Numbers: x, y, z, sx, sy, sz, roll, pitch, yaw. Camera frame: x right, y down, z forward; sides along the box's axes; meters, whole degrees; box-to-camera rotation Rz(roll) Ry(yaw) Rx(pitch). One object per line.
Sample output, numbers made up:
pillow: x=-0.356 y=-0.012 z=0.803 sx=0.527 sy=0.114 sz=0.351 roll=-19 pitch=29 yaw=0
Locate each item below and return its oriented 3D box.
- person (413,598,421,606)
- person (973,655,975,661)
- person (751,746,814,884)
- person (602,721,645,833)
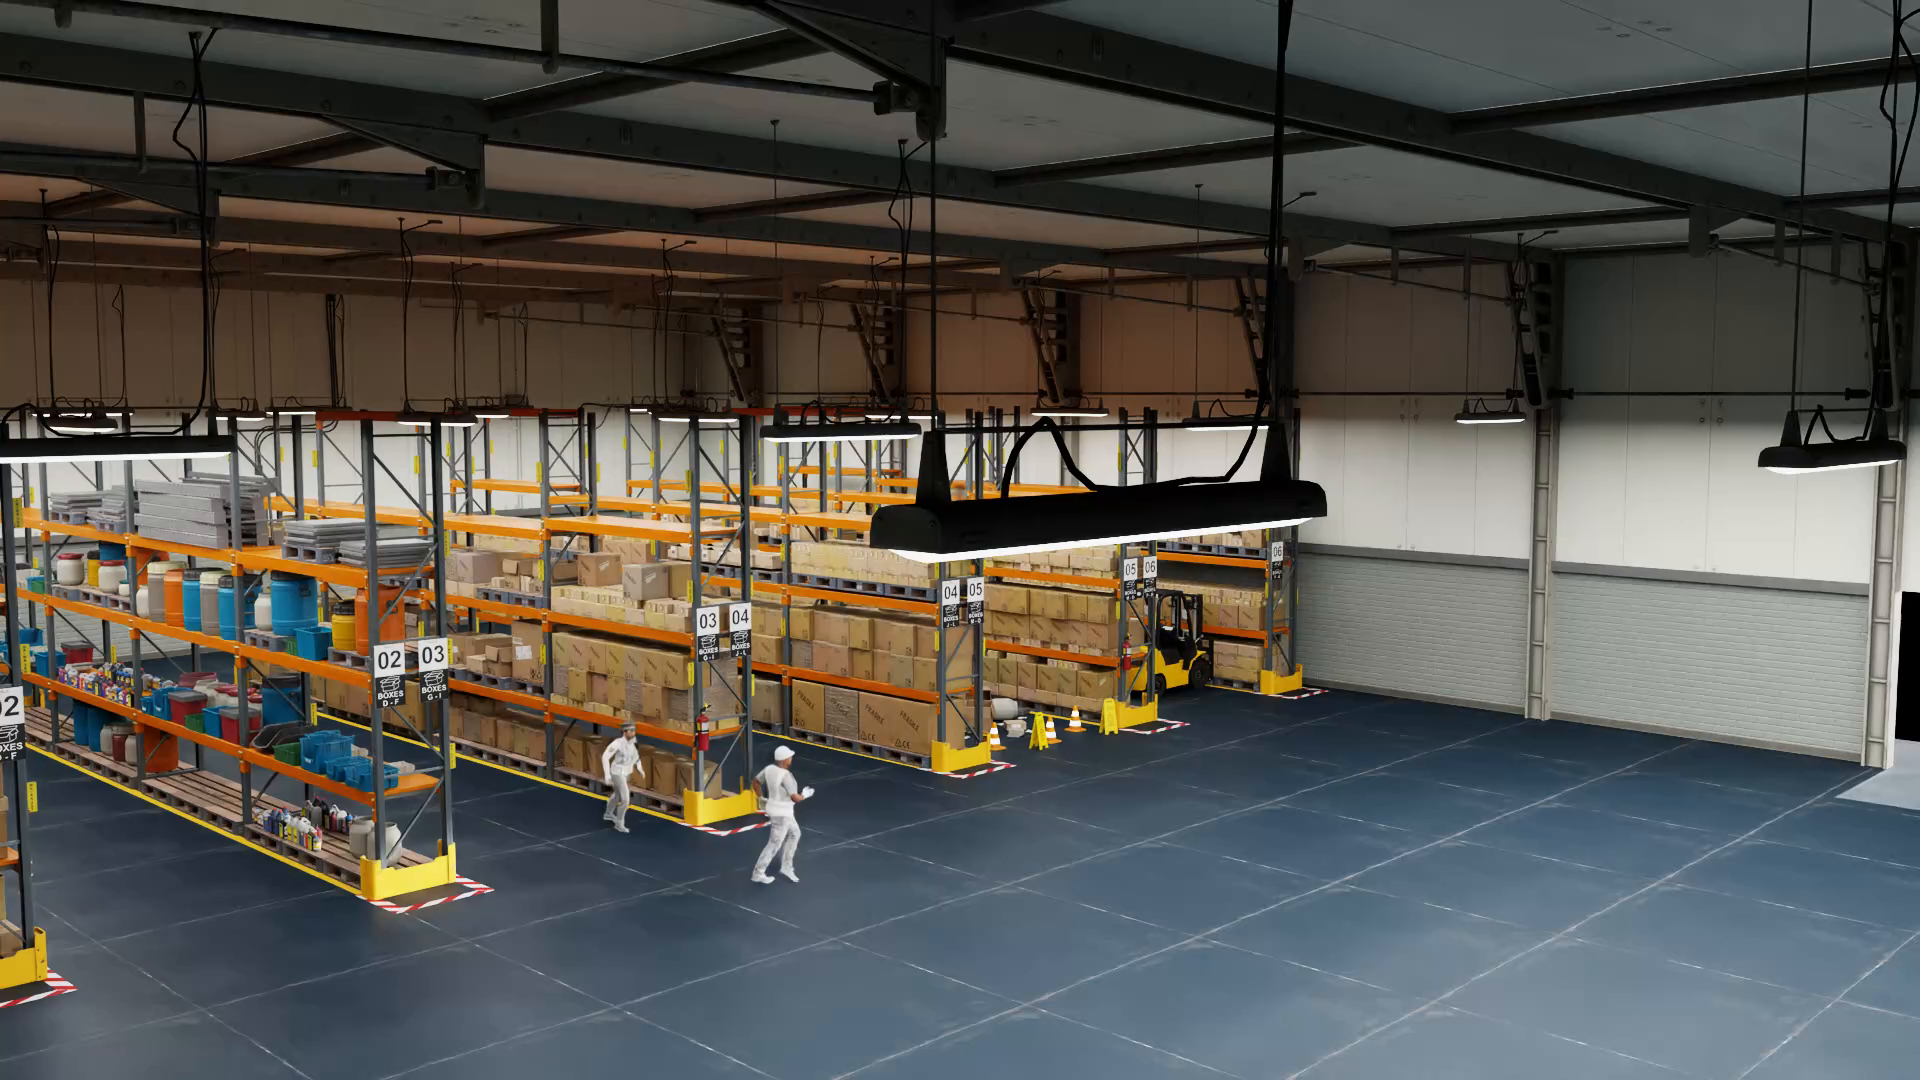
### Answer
person: x=-12.251 y=2.160 z=37.639 sx=0.577 sy=1.741 sz=0.898 roll=-4 pitch=7 yaw=-39
person: x=0.106 y=2.183 z=37.364 sx=0.900 sy=1.693 sz=0.621 roll=3 pitch=6 yaw=30
person: x=-2.290 y=3.552 z=21.364 sx=0.855 sy=1.835 sz=0.647 roll=-2 pitch=5 yaw=-22
person: x=-4.974 y=3.398 z=24.142 sx=0.743 sy=1.628 sz=0.664 roll=2 pitch=5 yaw=22
